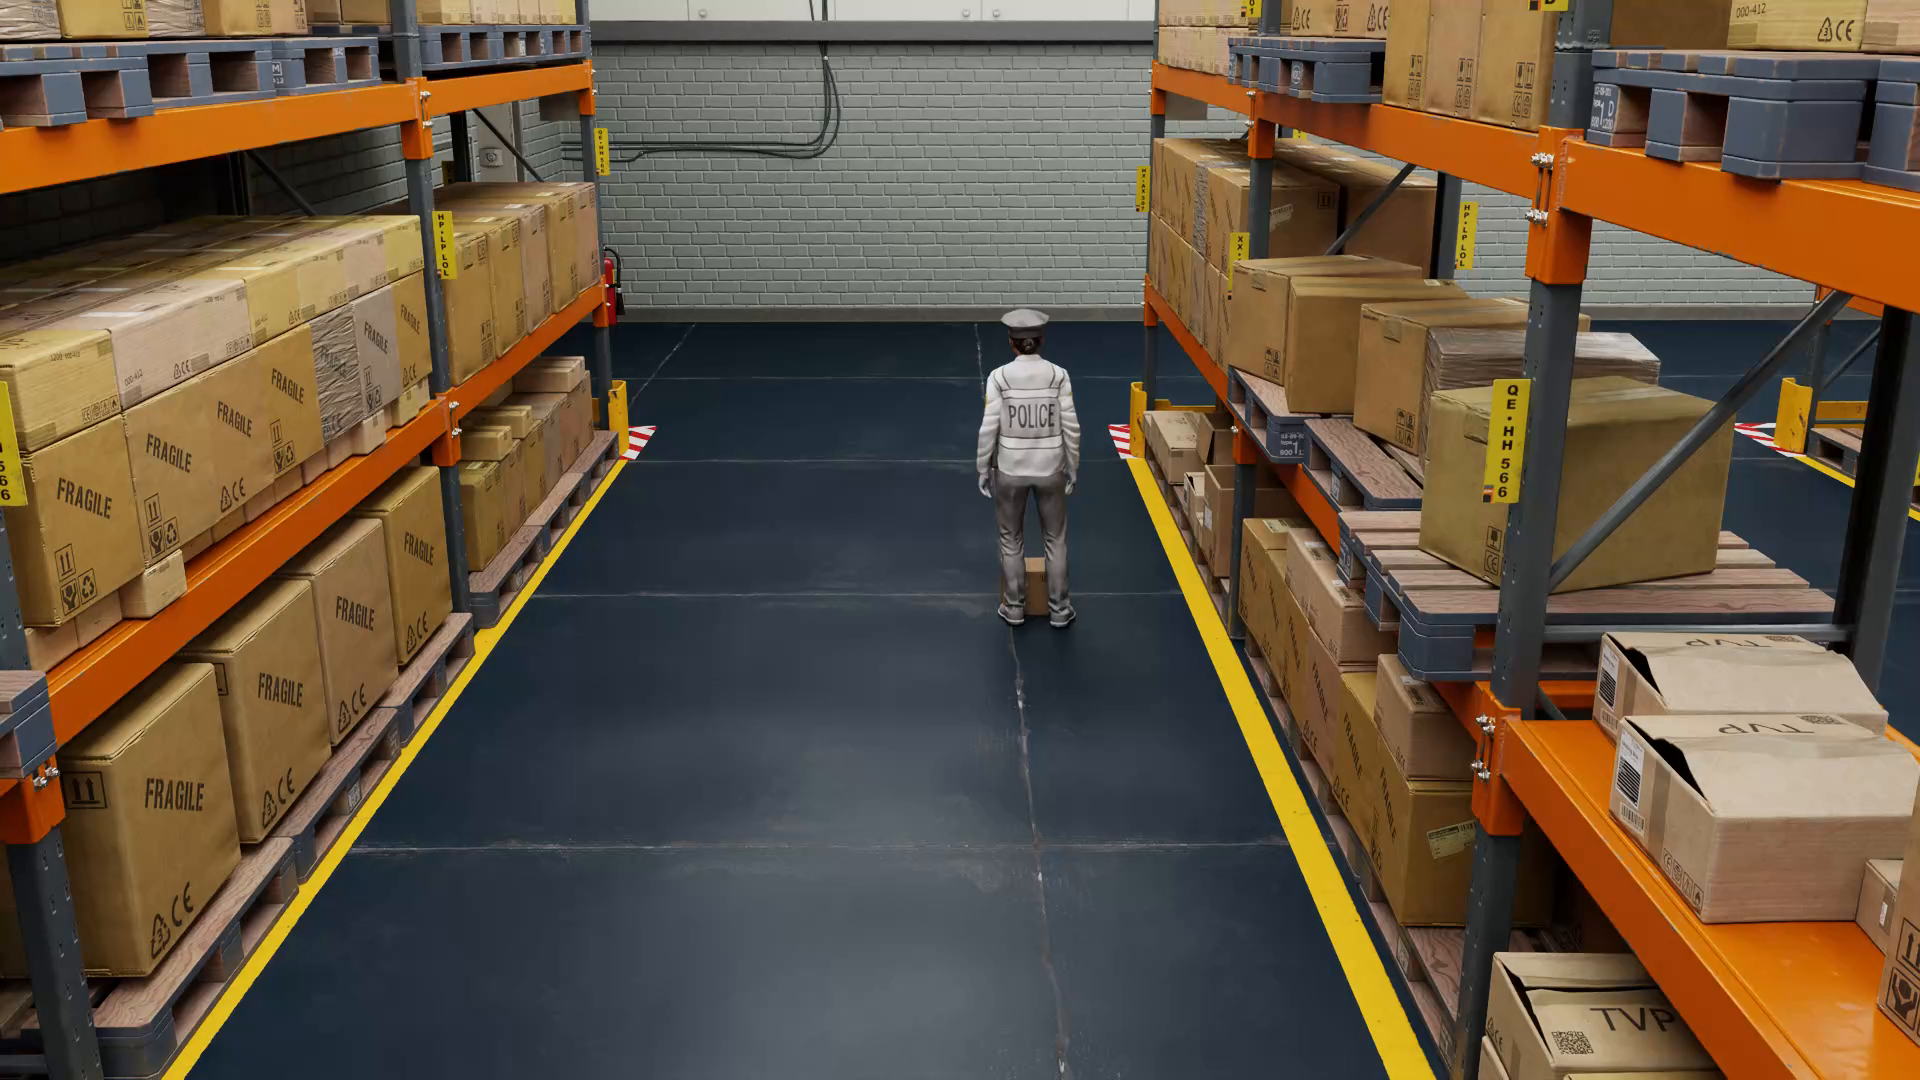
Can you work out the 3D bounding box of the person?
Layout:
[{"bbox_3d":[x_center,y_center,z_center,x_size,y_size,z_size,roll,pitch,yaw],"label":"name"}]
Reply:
[{"bbox_3d":[0.363,-0.355,8.685,0.538,1.663,0.405,-1,17,-2],"label":"person"}]
